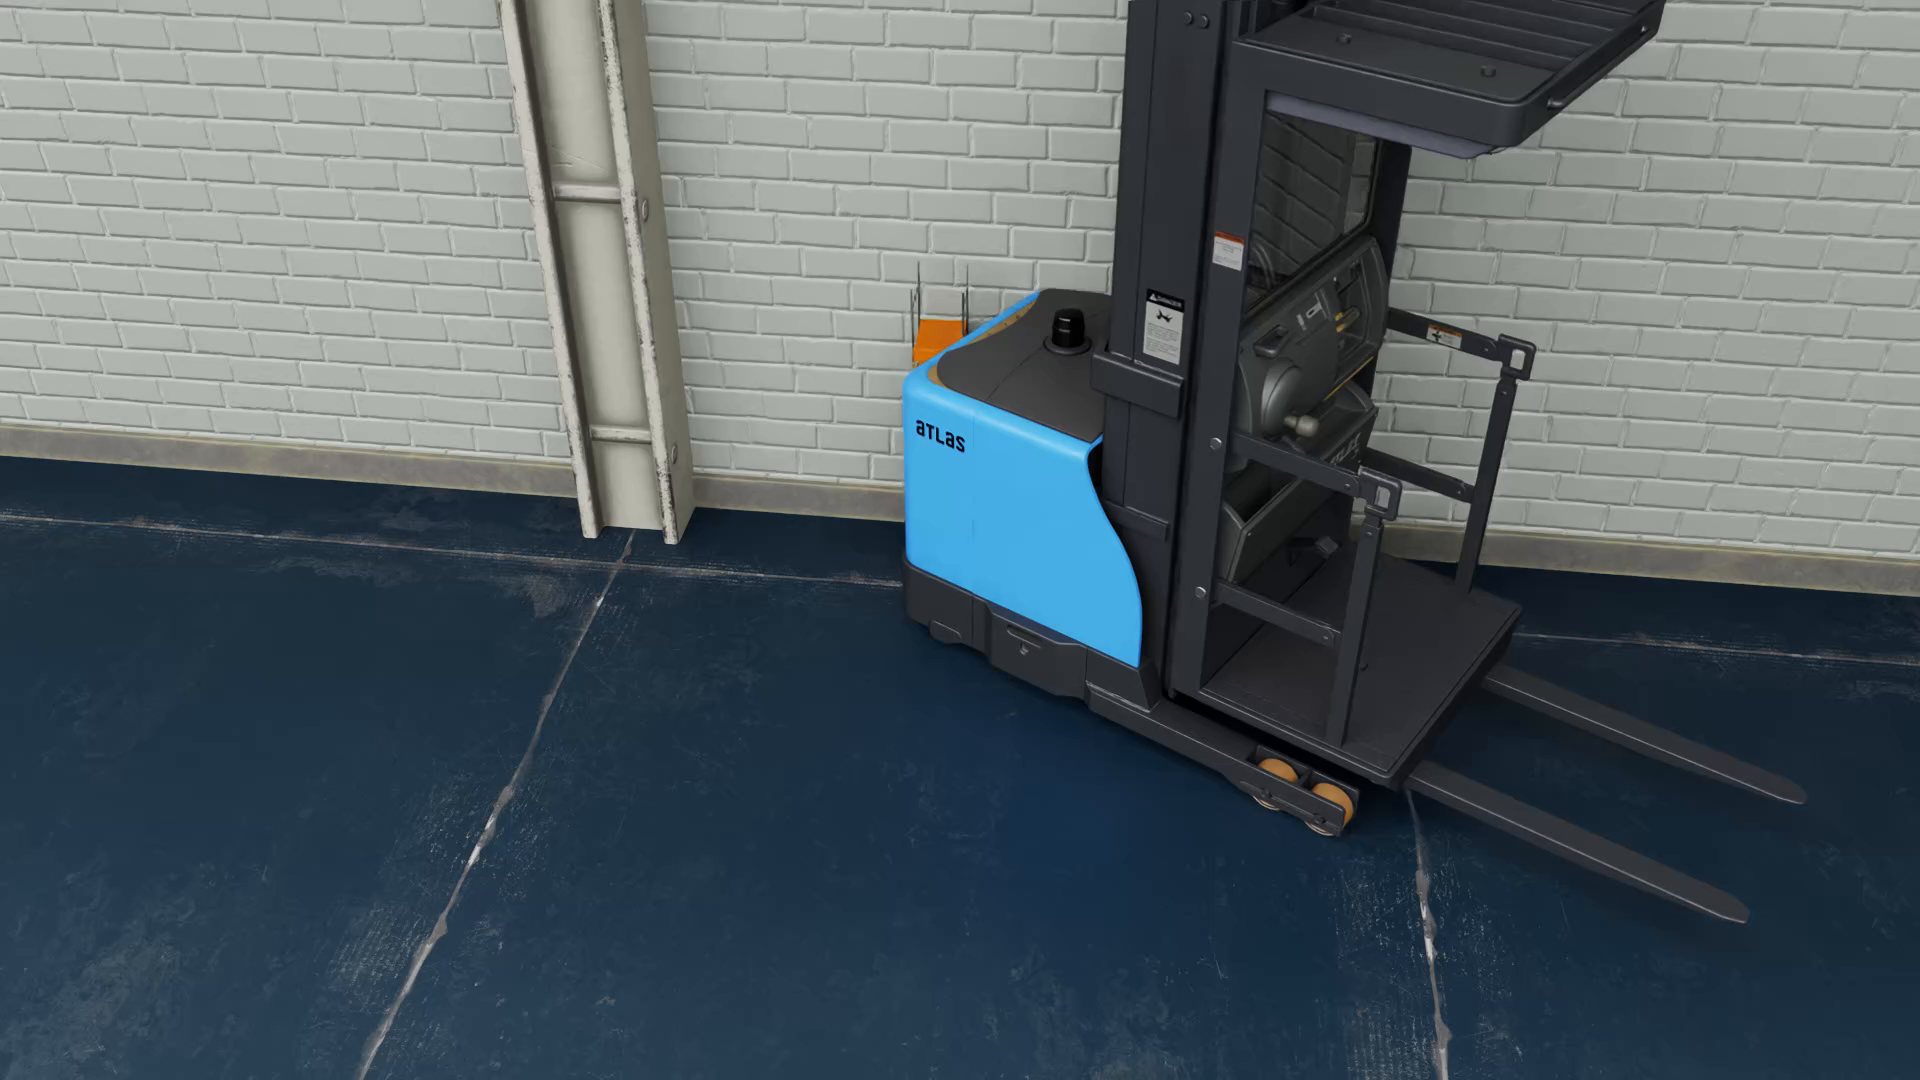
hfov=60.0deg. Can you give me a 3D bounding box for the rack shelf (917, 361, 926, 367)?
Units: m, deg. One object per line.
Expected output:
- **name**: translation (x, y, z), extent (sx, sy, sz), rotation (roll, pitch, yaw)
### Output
- **rack shelf**: translation (-0.072, -0.624, 6.255), extent (0.180, 0.103, 0.258), rotation (3, 36, 4)

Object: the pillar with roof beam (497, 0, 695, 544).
- **pillar with roof beam**: translation (-1.866, -1.268, 0.781), extent (0.400, 9.000, 9.100), rotation (4, 36, 6)

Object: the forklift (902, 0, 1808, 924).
- **forklift**: translation (1.267, -0.586, 5.048), extent (3.031, 2.935, 1.130), rotation (24, 42, 29)

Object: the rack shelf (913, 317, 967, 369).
- **rack shelf**: translation (-0.072, -0.722, 6.185), extent (0.180, 0.103, 0.258), rotation (3, 36, 4)

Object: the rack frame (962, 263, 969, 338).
- **rack frame**: translation (0.020, -0.460, 6.362), extent (0.006, 1.200, 0.240), rotation (3, 36, 4)

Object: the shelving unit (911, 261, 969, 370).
- **shelving unit**: translation (-0.071, -0.465, 6.368), extent (0.189, 1.200, 0.258), rotation (3, 36, 4)

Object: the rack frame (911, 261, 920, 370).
- **rack frame**: translation (-0.163, -0.470, 6.375), extent (0.006, 1.200, 0.240), rotation (3, 36, 4)
